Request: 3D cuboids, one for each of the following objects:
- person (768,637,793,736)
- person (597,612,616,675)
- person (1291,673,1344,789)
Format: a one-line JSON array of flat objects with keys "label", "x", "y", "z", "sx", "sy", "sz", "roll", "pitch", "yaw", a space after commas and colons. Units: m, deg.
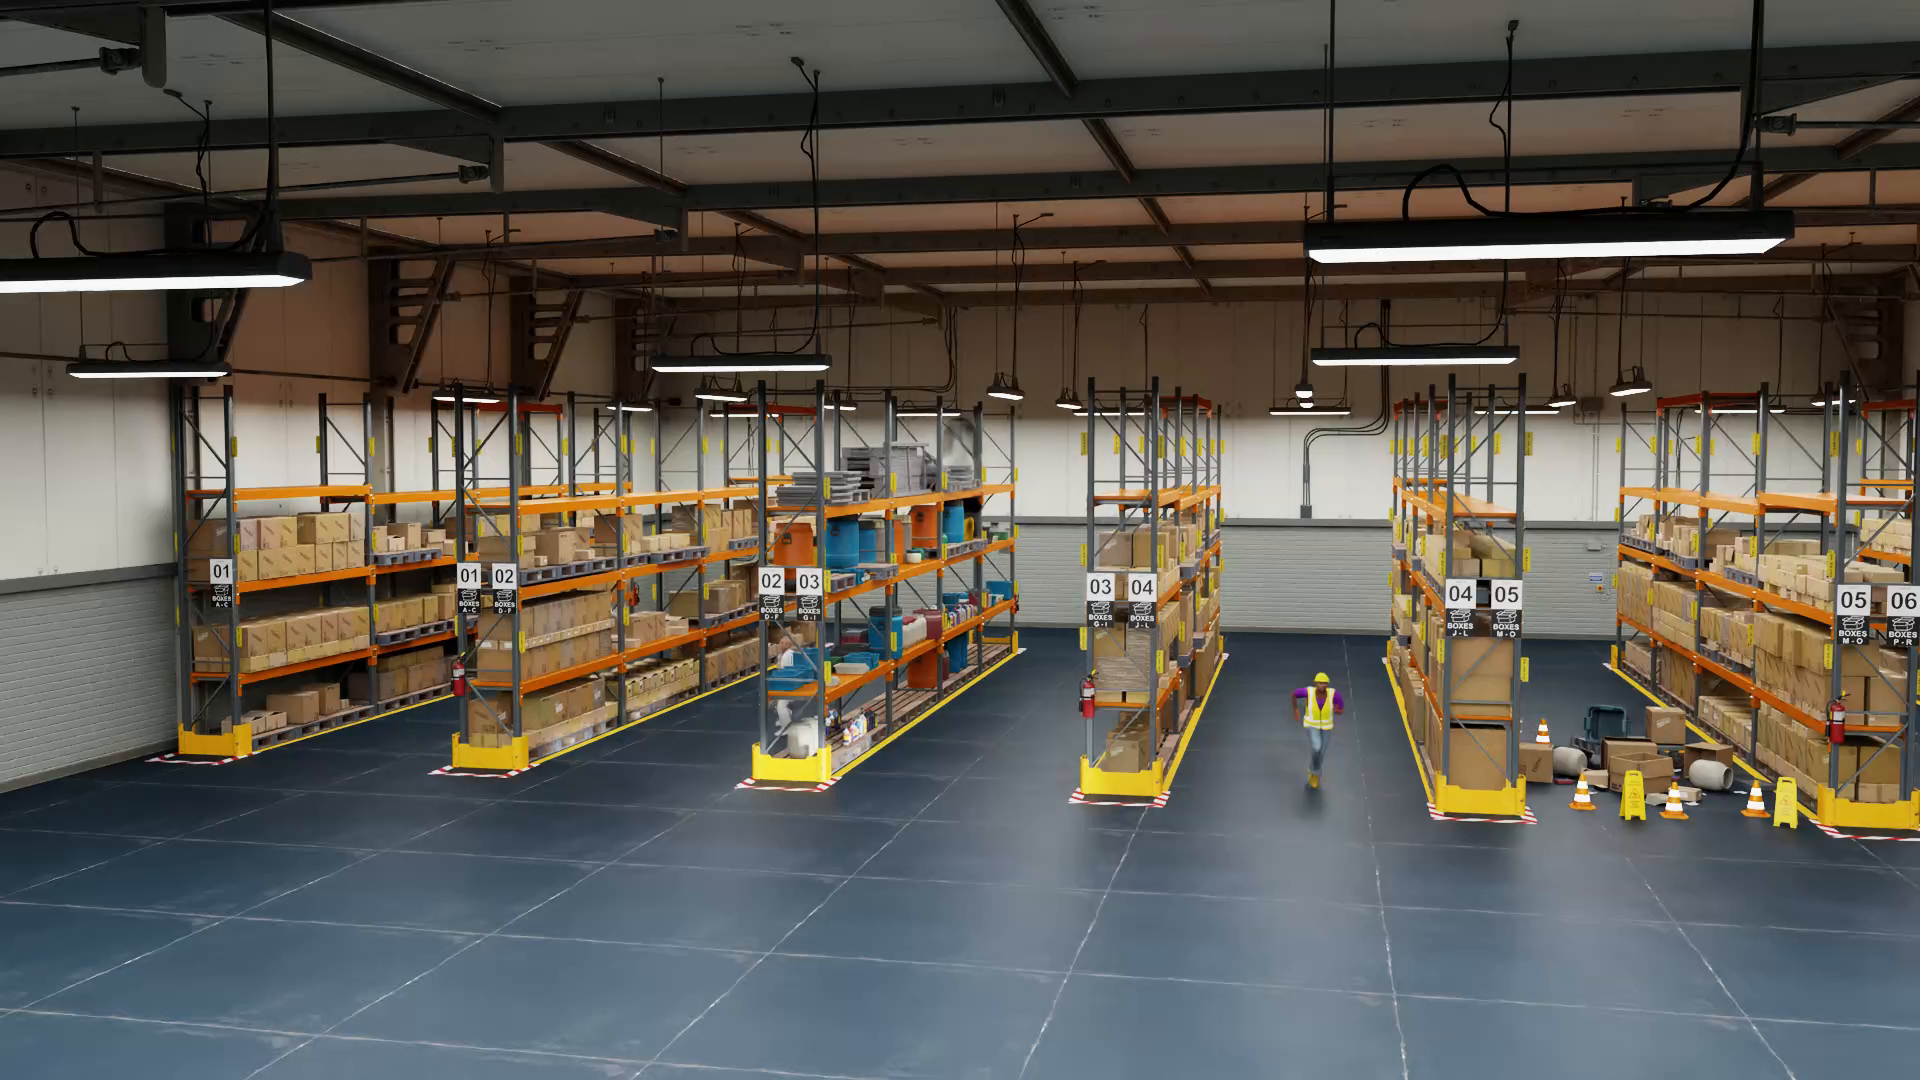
[{"label": "person", "x": -3.044, "y": 2.536, "z": 28.900, "sx": 0.554, "sy": 1.728, "sz": 0.819, "roll": -3, "pitch": 4, "yaw": -44}, {"label": "person", "x": -7.604, "y": 2.138, "z": 35.221, "sx": 0.694, "sy": 1.820, "sz": 0.953, "roll": 0, "pitch": 3, "yaw": 5}, {"label": "person", "x": 5.244, "y": 2.773, "z": 24.371, "sx": 0.684, "sy": 1.715, "sz": 0.917, "roll": 0, "pitch": 3, "yaw": -5}]
